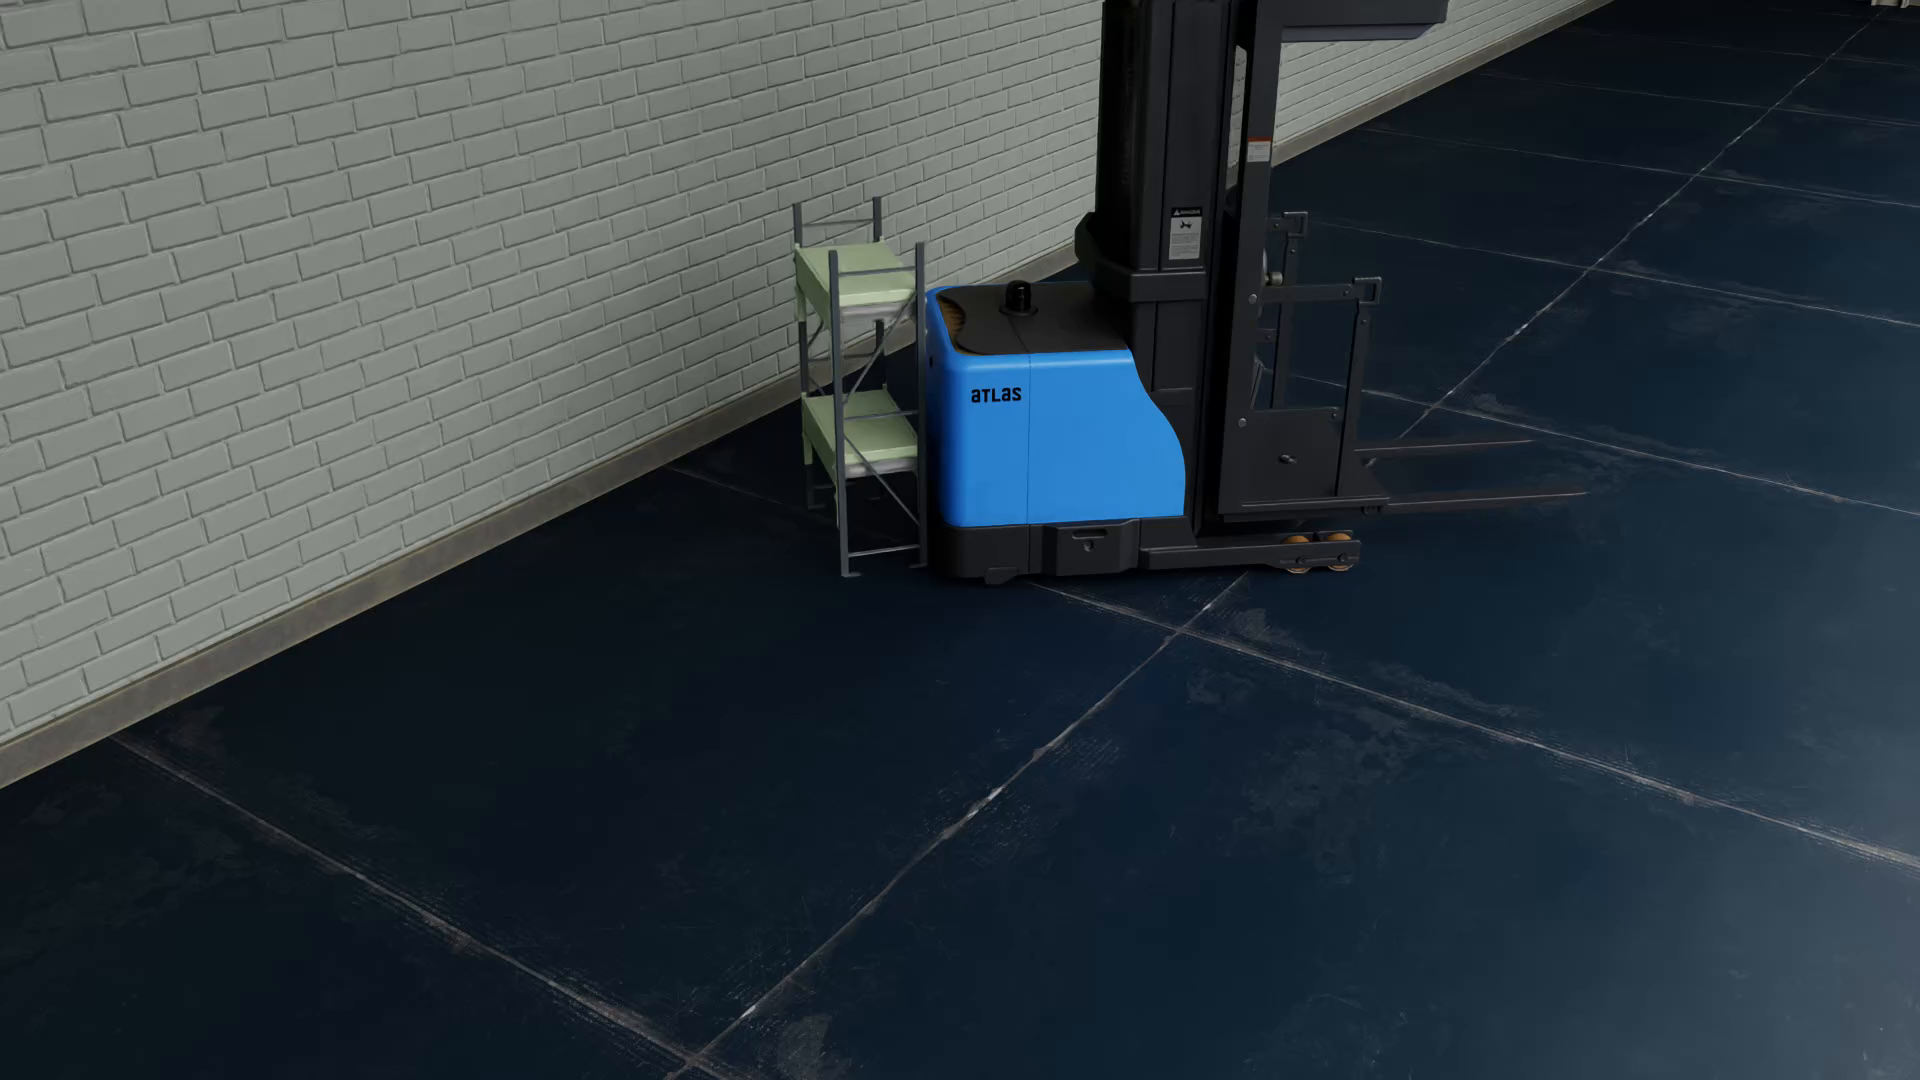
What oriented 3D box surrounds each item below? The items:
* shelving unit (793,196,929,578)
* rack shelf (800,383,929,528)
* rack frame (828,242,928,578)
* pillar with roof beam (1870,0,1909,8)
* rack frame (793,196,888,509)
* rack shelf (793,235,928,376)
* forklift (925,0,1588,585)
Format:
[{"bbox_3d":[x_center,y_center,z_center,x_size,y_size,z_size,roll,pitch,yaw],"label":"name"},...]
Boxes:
[{"bbox_3d":[-0.444,-0.689,7.450,0.431,1.500,0.755,-8,28,-15],"label":"shelving unit"},{"bbox_3d":[-0.444,-0.398,7.598,0.431,0.370,0.720,-8,28,-15],"label":"rack shelf"},{"bbox_3d":[-0.340,-0.530,7.137,0.400,1.500,0.023,-8,28,-15],"label":"rack frame"},{"bbox_3d":[9.351,-9.190,15.888,0.400,9.000,9.100,17,32,30],"label":"pillar with roof beam"},{"bbox_3d":[-0.548,-0.848,7.763,0.400,1.500,0.023,-8,28,-15],"label":"rack frame"},{"bbox_3d":[-0.444,-1.037,7.273,0.431,0.370,0.720,-8,28,-15],"label":"rack shelf"},{"bbox_3d":[1.363,-1.391,7.252,3.031,2.935,1.130,-3,27,-6],"label":"forklift"}]
